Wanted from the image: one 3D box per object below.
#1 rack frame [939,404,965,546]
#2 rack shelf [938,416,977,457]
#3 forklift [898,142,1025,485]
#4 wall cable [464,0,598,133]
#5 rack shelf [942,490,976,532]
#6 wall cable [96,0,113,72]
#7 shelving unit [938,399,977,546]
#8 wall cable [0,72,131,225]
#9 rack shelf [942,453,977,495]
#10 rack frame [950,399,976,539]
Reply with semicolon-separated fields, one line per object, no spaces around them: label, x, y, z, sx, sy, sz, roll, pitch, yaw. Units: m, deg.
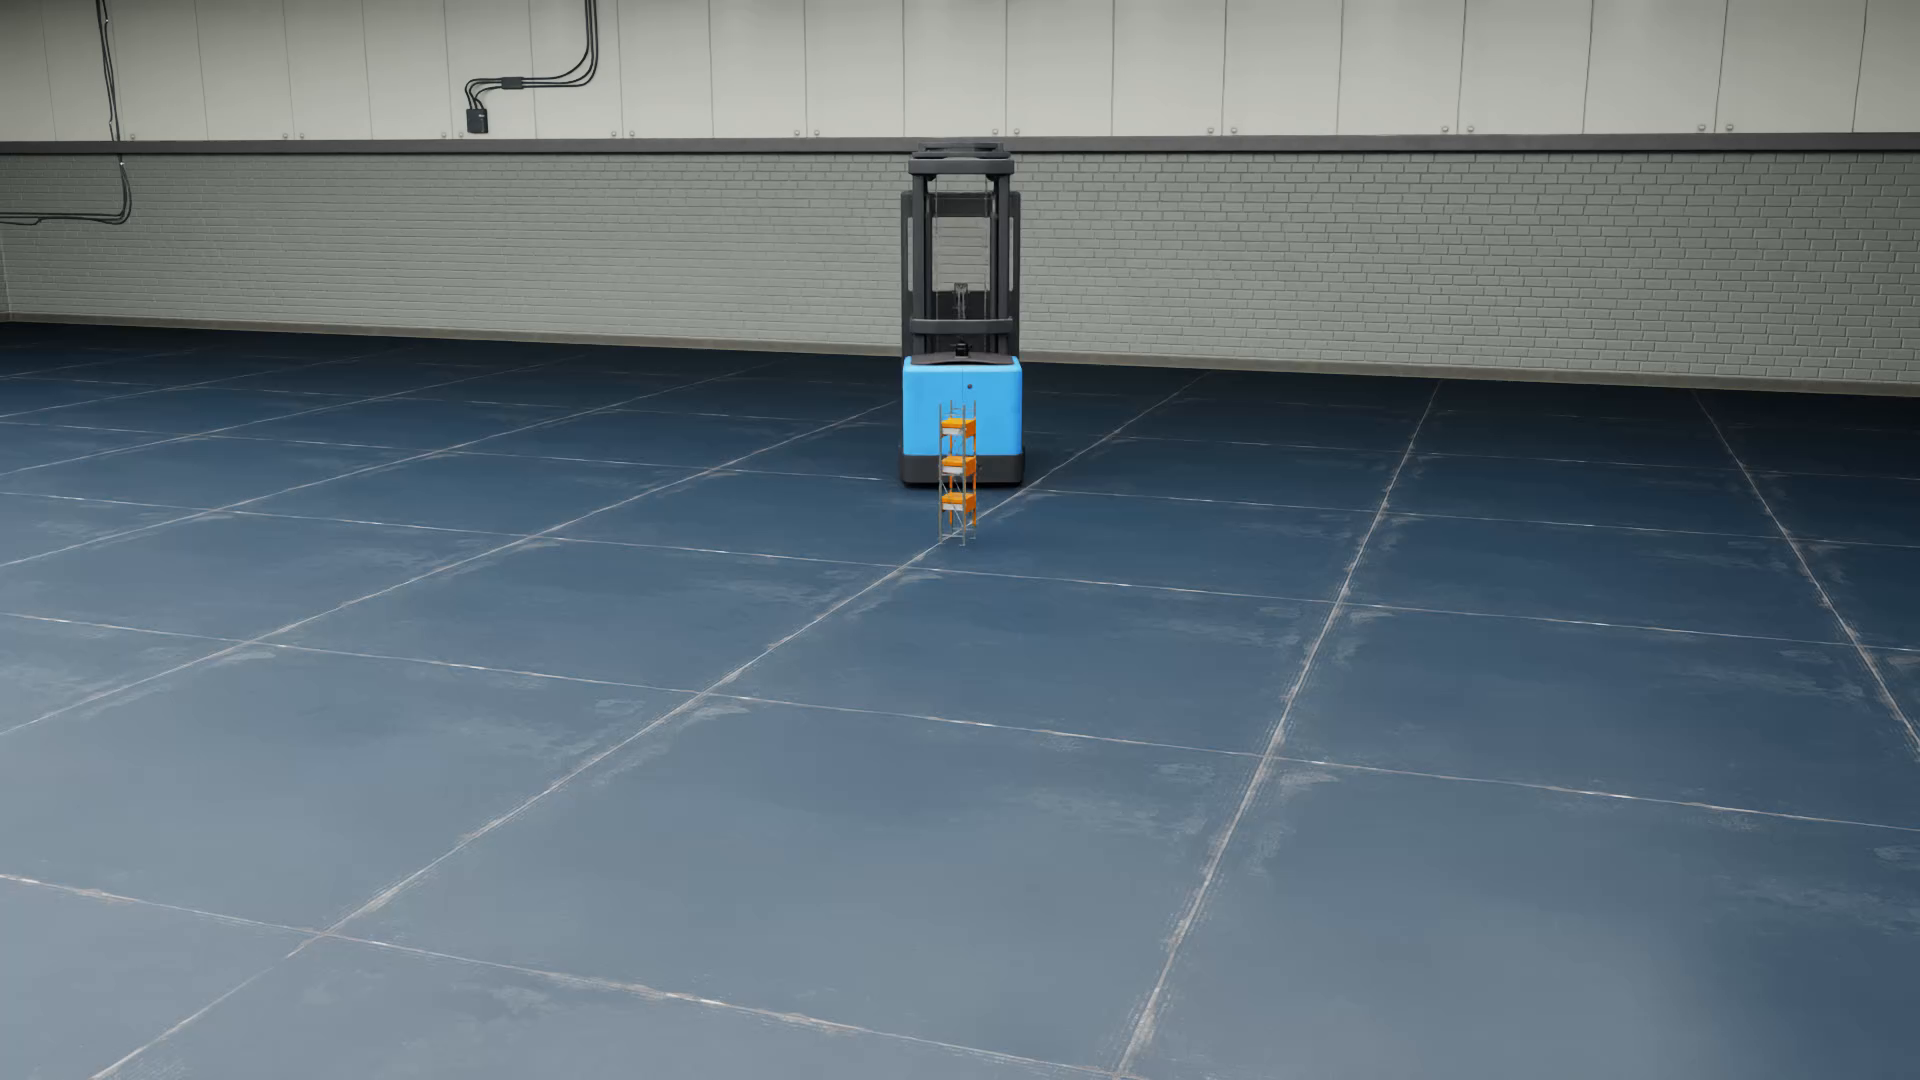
rack frame;-0.057;-0.475;12.209;0.200;1.050;0.008;4;14;18
rack shelf;-0.017;-0.767;12.261;0.215;0.259;0.240;4;14;18
forklift;0.000;-2.189;15.490;1.130;2.935;3.031;0;13;-1
wall cable;-6.482;-9.125;24.603;2.305;6.003;0.169;4;14;18
rack shelf;-0.017;-0.219;12.386;0.215;0.259;0.240;4;14;18
wall cable;-12.900;-8.908;26.921;3.097;2.526;0.112;4;14;18
shelving unit;-0.017;-0.501;12.322;0.215;1.050;0.252;4;14;18
wall cable;-15.460;-6.640;28.336;3.097;2.526;0.112;4;14;18
rack shelf;-0.017;-0.490;12.324;0.215;0.259;0.240;4;14;18
rack frame;0.022;-0.526;12.434;0.200;1.050;0.008;4;14;18
